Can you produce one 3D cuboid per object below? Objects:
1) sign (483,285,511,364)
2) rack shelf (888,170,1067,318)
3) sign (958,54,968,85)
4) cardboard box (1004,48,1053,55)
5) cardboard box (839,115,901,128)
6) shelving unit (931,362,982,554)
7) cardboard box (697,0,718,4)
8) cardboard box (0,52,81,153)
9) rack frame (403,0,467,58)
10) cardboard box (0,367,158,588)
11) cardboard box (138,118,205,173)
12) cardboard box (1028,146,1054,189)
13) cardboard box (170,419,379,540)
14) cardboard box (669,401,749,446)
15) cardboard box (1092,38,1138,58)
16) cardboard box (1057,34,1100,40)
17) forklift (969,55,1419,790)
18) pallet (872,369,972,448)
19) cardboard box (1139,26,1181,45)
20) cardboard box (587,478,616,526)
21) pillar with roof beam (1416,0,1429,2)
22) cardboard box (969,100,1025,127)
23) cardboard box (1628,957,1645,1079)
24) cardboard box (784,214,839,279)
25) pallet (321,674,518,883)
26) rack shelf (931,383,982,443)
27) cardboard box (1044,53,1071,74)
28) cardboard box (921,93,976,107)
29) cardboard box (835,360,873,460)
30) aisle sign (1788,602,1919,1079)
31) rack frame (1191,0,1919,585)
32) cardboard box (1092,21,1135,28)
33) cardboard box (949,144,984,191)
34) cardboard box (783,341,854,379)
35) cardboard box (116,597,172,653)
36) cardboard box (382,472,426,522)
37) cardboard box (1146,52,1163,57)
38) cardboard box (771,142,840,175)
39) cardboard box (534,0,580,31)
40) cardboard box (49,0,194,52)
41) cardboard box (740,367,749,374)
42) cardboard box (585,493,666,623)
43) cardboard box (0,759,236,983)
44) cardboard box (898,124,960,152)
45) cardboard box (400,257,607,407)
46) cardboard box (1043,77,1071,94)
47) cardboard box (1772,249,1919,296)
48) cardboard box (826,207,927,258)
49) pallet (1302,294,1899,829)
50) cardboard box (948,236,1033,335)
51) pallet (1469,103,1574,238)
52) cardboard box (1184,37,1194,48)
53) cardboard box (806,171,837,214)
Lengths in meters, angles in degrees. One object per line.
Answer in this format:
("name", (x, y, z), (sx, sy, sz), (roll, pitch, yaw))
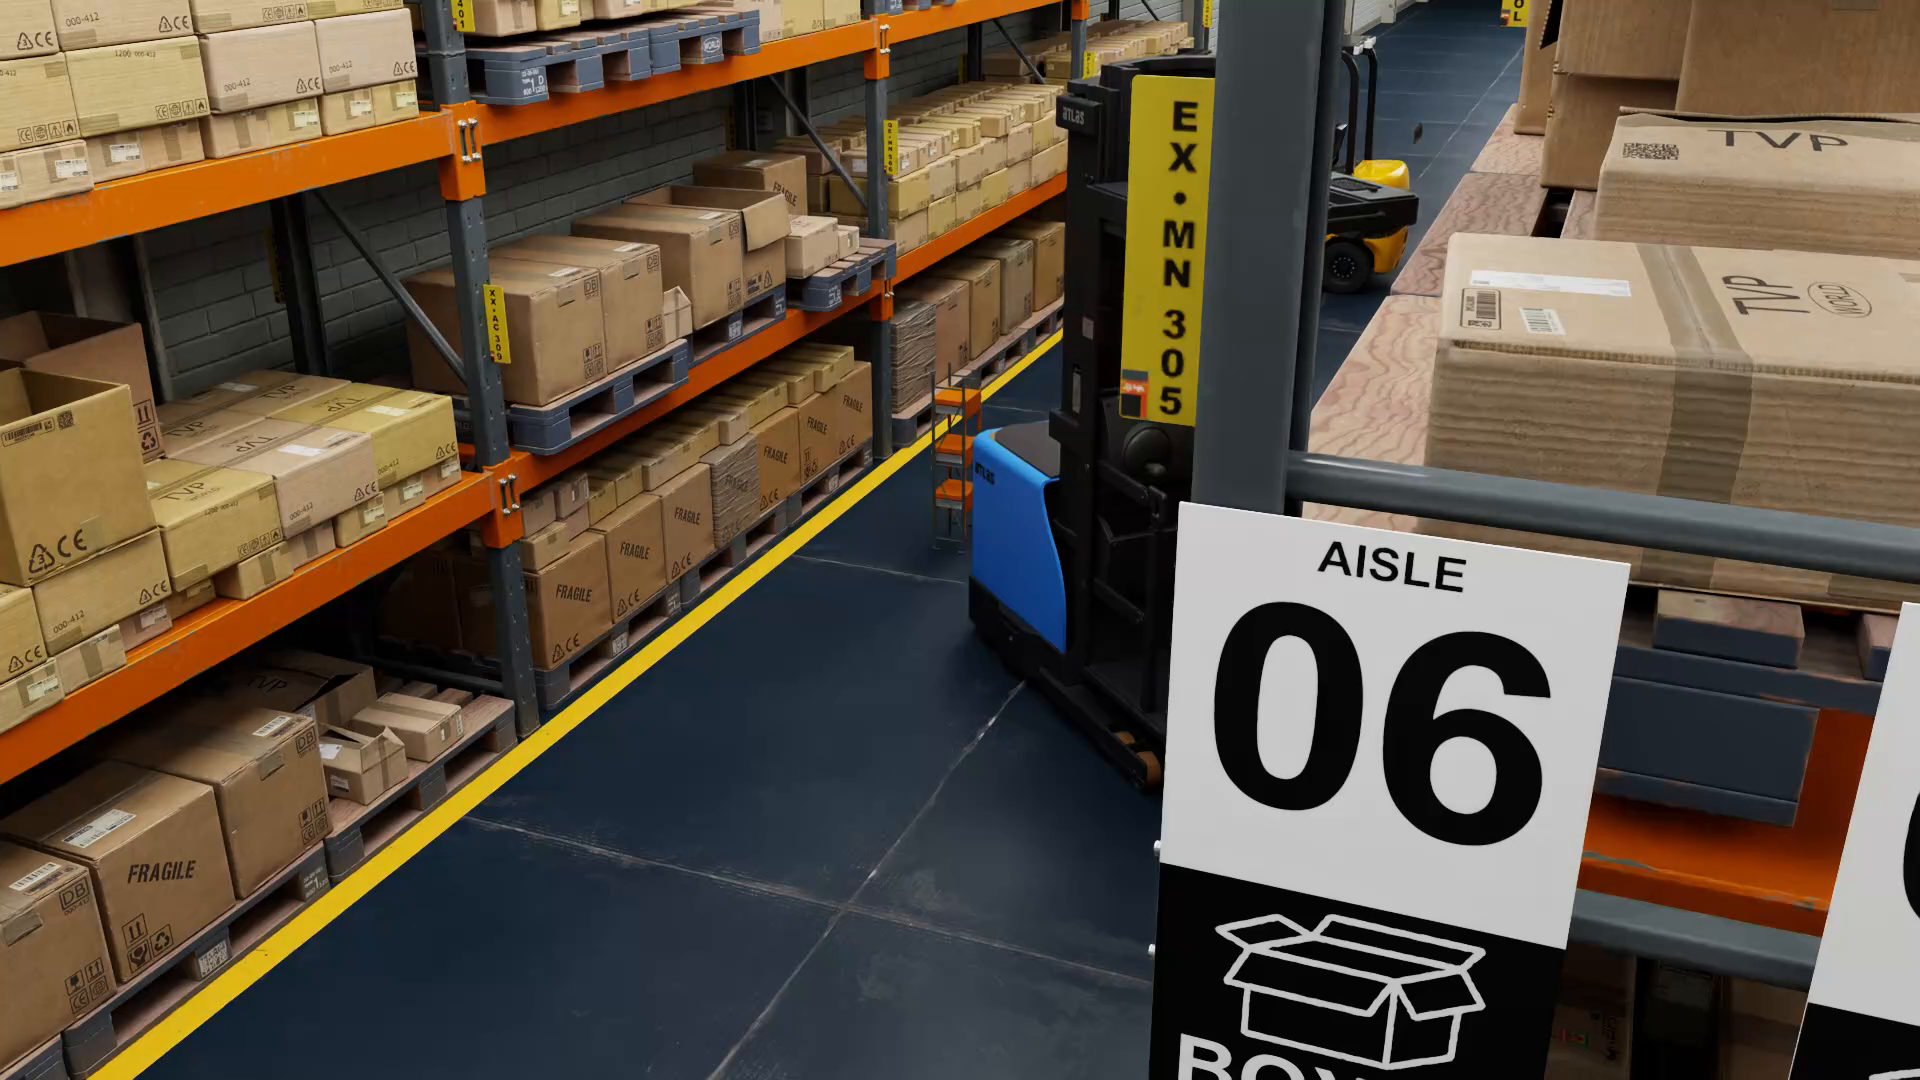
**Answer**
("sign", (-1.915, -0.891, 6.868), (0.100, 0.325, 0.005), (9, 24, 20))
("rack shelf", (-0.193, -2.382, 12.493), (1.077, 0.370, 4.000), (9, 24, 20))
("sign", (0.034, -3.944, 14.075), (0.100, 0.325, 0.005), (9, 24, 20))
("cardboard box", (0.605, -4.250, 14.675), (0.380, 0.149, 0.250), (9, 24, 20))
("cardboard box", (-0.646, -2.964, 11.982), (0.380, 0.149, 0.250), (8, 24, 19))
("shelving unit", (-0.020, -0.465, 9.502), (0.215, 1.050, 0.252), (9, 24, 20))
("cardboard box", (-1.395, -2.678, 8.030), (0.380, 0.149, 0.250), (9, 24, 21))
("cardboard box", (-2.947, -1.261, 4.795), (0.500, 0.250, 0.500), (8, 24, 19))
("rack frame", (-2.422, -3.335, 6.058), (1.000, 3.000, 0.127), (9, 24, 20))
("cardboard box", (-2.932, -0.210, 5.196), (0.500, 0.500, 0.500), (9, 24, 21))
("cardboard box", (-2.705, -1.303, 5.412), (0.380, 0.149, 0.250), (10, 25, 22))
("cardboard box", (0.424, -2.961, 13.143), (0.500, 0.250, 0.500), (9, 24, 20))
("cardboard box", (-2.557, -0.236, 6.232), (0.500, 0.250, 0.500), (9, 24, 20))
("cardboard box", (-1.403, -0.654, 9.281), (0.380, 0.149, 0.250), (8, 24, 18))
("cardboard box", (1.424, -4.548, 15.388), (0.380, 0.149, 0.250), (9, 24, 20))
("cardboard box", (1.111, -4.704, 15.763), (0.380, 0.149, 0.250), (9, 24, 20))
("forklift", (1.130, -0.468, 7.068), (1.130, 2.935, 3.031), (-10, 25, -23))
("pallet", (-0.594, -1.000, 11.870), (1.003, 0.211, 1.213), (9, 24, 20))
("cardboard box", (1.963, -4.995, 16.459), (0.380, 0.149, 0.250), (9, 24, 21))
("cardboard box", (-1.926, -0.200, 8.194), (0.380, 0.149, 0.250), (7, 24, 17))
("pillar with roof beam", (16.080, -17.628, 40.277), (9.100, 9.000, 0.400), (9, 24, 20))
("cardboard box", (0.280, -3.248, 12.662), (0.380, 0.149, 0.250), (8, 24, 19))
("cardboard box", (0.660, 0.860, 2.372), (0.500, 0.500, 0.500), (10, 25, 22))
("cardboard box", (-1.028, -1.698, 9.574), (0.500, 0.250, 0.500), (8, 24, 18))
("pallet", (-2.678, 0.966, 7.164), (1.003, 0.211, 1.213), (9, 24, 20))
("rack shelf", (-0.020, -0.717, 9.396), (0.215, 0.259, 0.240), (9, 24, 20))
("cardboard box", (0.940, -4.093, 14.299), (0.380, 0.149, 0.250), (9, 24, 21))
("cardboard box", (-0.098, -3.407, 13.044), (0.380, 0.149, 0.250), (9, 24, 20))
("cardboard box", (-0.894, -0.856, 10.606), (0.500, 0.500, 0.500), (10, 24, 22))
("aisle sign", (0.945, 0.442, 1.427), (0.394, 0.787, 0.004), (9, 24, 20))
("rack frame", (0.702, -1.194, 0.933), (1.000, 3.000, 0.127), (9, 24, 20))
("cardboard box", (1.555, -5.168, 16.872), (0.380, 0.149, 0.250), (10, 25, 22))
("cardboard box", (-0.146, -2.647, 11.741), (0.500, 0.250, 0.500), (8, 24, 19))
("cardboard box", (-0.885, -1.124, 10.407), (0.380, 0.149, 0.250), (8, 24, 17))
("cardboard box", (-2.896, 0.249, 5.587), (0.380, 0.149, 0.250), (9, 24, 20))
("cardboard box", (-2.383, -0.204, 6.672), (0.380, 0.149, 0.250), (9, 24, 21))
("cardboard box", (1.713, -4.579, 15.850), (0.380, 0.149, 0.250), (9, 24, 20))
("cardboard box", (-1.003, -2.489, 10.845), (0.380, 0.149, 0.250), (10, 25, 22))
("cardboard box", (-1.813, -2.212, 6.914), (0.380, 0.149, 0.250), (9, 24, 21))
("cardboard box", (-2.763, -1.671, 5.127), (0.500, 0.250, 0.500), (9, 24, 21))
("cardboard box", (-1.543, -1.104, 10.359), (0.380, 0.149, 0.250), (10, 25, 22))
("cardboard box", (-1.845, 0.060, 8.412), (0.500, 0.500, 0.500), (8, 24, 19))
("cardboard box", (-2.950, 1.144, 5.817), (0.500, 0.500, 0.500), (9, 24, 21))
("cardboard box", (-0.224, -2.796, 11.581), (0.380, 0.149, 0.250), (9, 24, 21))
("cardboard box", (-2.035, -0.947, 7.452), (0.700, 0.500, 0.500), (9, 24, 21))
("cardboard box", (0.912, -3.851, 14.107), (0.380, 0.149, 0.250), (8, 24, 19))
("cardboard box", (1.320, -0.290, 2.313), (0.380, 0.149, 0.250), (10, 25, 22))
("cardboard box", (-0.545, -2.052, 10.966), (0.500, 0.250, 0.500), (9, 24, 20))
("pallet", (0.968, -0.036, 2.167), (1.003, 0.211, 1.213), (9, 24, 20))
("cardboard box", (0.071, -2.062, 13.332), (0.875, 0.625, 0.625), (9, 24, 20))
("pallet", (1.874, -0.909, 4.258), (1.003, 0.211, 1.213), (9, 24, 20))
("cardboard box", (2.167, -5.042, 16.957), (0.380, 0.149, 0.250), (9, 24, 21))
("cardboard box", (-1.028, -2.360, 11.054), (0.500, 0.250, 0.500), (9, 24, 21))
